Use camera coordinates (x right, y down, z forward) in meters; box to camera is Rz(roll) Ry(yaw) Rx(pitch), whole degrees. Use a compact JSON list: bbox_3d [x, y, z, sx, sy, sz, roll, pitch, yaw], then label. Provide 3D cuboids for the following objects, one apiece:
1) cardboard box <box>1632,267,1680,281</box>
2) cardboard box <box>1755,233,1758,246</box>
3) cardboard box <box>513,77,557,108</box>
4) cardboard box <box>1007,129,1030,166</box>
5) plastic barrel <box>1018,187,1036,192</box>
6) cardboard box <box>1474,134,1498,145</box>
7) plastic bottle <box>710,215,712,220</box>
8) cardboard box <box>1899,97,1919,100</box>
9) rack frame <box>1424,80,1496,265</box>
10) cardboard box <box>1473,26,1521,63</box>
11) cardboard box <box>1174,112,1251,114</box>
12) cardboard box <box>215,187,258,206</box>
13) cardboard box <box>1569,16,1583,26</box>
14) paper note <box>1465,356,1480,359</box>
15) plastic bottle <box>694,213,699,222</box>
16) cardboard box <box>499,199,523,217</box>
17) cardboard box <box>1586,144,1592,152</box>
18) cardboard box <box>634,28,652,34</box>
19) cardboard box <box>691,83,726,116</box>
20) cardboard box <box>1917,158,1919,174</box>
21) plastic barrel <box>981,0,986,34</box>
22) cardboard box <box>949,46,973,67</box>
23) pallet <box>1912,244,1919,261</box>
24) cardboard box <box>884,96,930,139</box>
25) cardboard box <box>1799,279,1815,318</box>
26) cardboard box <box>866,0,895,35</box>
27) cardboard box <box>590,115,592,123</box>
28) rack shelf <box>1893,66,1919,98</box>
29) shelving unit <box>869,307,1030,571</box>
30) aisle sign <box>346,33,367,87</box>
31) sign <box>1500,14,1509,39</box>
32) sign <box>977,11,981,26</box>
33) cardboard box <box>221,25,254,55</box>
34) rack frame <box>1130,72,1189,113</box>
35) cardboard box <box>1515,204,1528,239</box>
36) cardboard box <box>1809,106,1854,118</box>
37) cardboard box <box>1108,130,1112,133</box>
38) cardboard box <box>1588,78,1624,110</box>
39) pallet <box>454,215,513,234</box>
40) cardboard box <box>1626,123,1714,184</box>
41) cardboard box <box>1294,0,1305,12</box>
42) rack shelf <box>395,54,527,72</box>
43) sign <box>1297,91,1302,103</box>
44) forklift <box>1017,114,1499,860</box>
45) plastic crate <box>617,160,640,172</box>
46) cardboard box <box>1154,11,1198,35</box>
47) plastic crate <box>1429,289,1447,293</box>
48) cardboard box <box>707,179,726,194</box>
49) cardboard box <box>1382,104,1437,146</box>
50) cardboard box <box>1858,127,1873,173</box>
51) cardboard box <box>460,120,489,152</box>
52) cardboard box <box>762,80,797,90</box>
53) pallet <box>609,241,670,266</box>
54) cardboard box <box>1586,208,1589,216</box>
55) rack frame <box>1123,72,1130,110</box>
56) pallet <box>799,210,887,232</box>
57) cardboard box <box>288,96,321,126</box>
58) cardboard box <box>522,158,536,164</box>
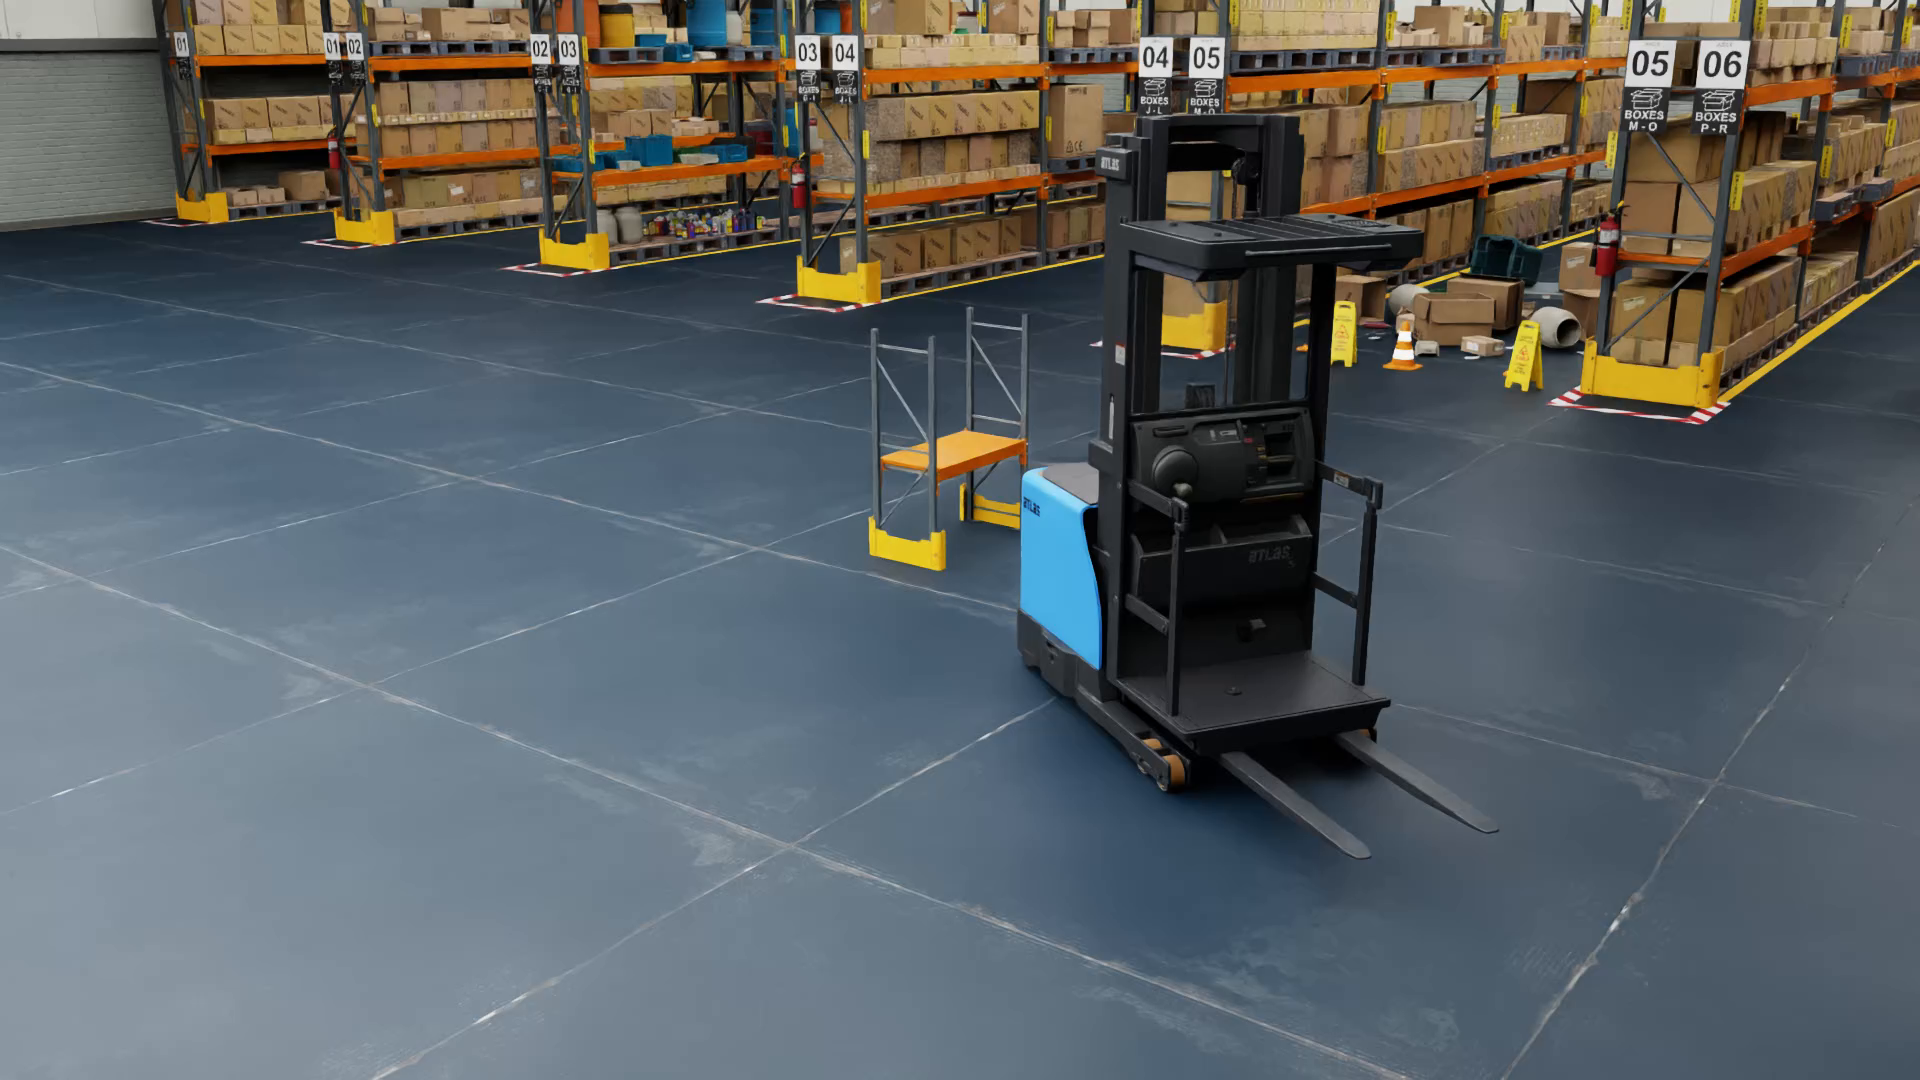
[{"bbox_3d":[6.807,-2.638,16.250,0.380,0.149,0.250,13,22,36],"label":"cardboard box"},{"bbox_3d":[7.421,-2.902,15.954,0.380,0.149,0.250,13,22,36],"label":"cardboard box"},{"bbox_3d":[-7.414,-7.762,28.825,0.700,0.500,0.500,13,21,35],"label":"cardboard box"},{"bbox_3d":[0.481,-5.544,23.367,0.875,0.500,0.500,12,21,35],"label":"cardboard box"},{"bbox_3d":[1.250,-7.303,32.532,0.600,0.901,0.708,12,21,35],"label":"plastic barrel"},{"bbox_3d":[7.555,-5.805,24.092,0.380,0.149,0.250,14,22,37],"label":"cardboard box"},{"bbox_3d":[-3.824,-4.892,25.777,0.061,0.283,0.133,12,21,35],"label":"plastic bottle"},{"bbox_3d":[14.003,-6.200,24.297,0.500,0.500,0.500,13,21,35],"label":"cardboard box"},{"bbox_3d":[7.106,-5.502,23.904,1.000,3.000,0.127,12,21,35],"label":"rack frame"},{"bbox_3d":[7.660,-7.072,23.731,0.500,0.500,0.500,12,21,35],"label":"cardboard box"},{"bbox_3d":[2.845,-4.413,18.323,0.875,0.550,0.550,12,21,35],"label":"cardboard box"},{"bbox_3d":[-13.034,-6.198,29.937,0.500,0.311,0.500,10,20,29],"label":"cardboard box"},{"bbox_3d":[9.857,-8.272,26.502,0.380,0.149,0.250,12,21,34],"label":"cardboard box"},{"bbox_3d":[5.339,-1.905,17.327,0.148,0.019,0.142,5,18,16],"label":"paper note"},{"bbox_3d":[-4.163,-5.027,26.232,0.097,0.271,0.097,0,17,0],"label":"plastic bottle"},{"bbox_3d":[-7.847,-5.701,28.472,0.500,0.250,0.500,12,21,35],"label":"cardboard box"},{"bbox_3d":[10.298,-6.556,27.720,0.380,0.149,0.250,11,21,32],"label":"cardboard box"},{"bbox_3d":[-5.966,-9.208,30.323,0.500,0.250,0.500,10,20,30],"label":"cardboard box"},{"bbox_3d":[-6.032,-10.251,38.690,0.980,0.700,0.700,13,21,36],"label":"cardboard box"},{"bbox_3d":[13.460,-5.381,23.768,0.500,0.250,0.500,12,21,33],"label":"cardboard box"},{"bbox_3d":[0.694,-9.670,30.713,0.600,0.901,0.708,12,21,35],"label":"plastic barrel"},{"bbox_3d":[-0.183,-6.293,21.647,0.500,0.250,0.500,13,22,36],"label":"cardboard box"},{"bbox_3d":[14.040,-4.440,25.185,1.003,0.211,1.213,12,21,35],"label":"pallet"},{"bbox_3d":[-0.734,-5.365,21.107,0.500,0.500,0.500,12,21,35],"label":"cardboard box"},{"bbox_3d":[9.068,-2.770,18.828,0.950,0.372,0.625,13,21,35],"label":"cardboard box"},{"bbox_3d":[-0.864,-6.772,21.423,0.500,0.500,0.500,12,21,35],"label":"cardboard box"},{"bbox_3d":[-7.986,-9.063,35.759,0.380,0.149,0.250,13,22,36],"label":"cardboard box"},{"bbox_3d":[12.333,-6.217,22.361,1.077,0.370,4.000,12,21,35],"label":"rack shelf"},{"bbox_3d":[-0.045,-0.698,10.963,0.587,1.500,1.083,12,21,35],"label":"shelving unit"},{"bbox_3d":[-9.331,-7.421,25.698,0.394,0.787,0.004,12,21,35],"label":"aisle sign"},{"bbox_3d":[7.546,-7.120,23.049,0.100,0.325,0.005,12,21,35],"label":"sign"},{"bbox_3d":[0.429,-11.812,37.673,0.100,0.325,0.005,12,21,35],"label":"sign"},{"bbox_3d":[-12.770,-8.770,29.167,0.500,0.500,0.500,14,22,38],"label":"cardboard box"},{"bbox_3d":[3.182,-6.403,26.804,1.000,3.000,0.127,12,21,35],"label":"rack frame"},{"bbox_3d":[8.331,-4.876,25.394,0.500,0.500,0.500,12,21,33],"label":"cardboard box"},{"bbox_3d":[11.239,-5.346,21.547,0.500,0.500,0.500,12,21,33],"label":"cardboard box"},{"bbox_3d":[1.999,-6.173,25.610,0.500,0.250,0.500,12,21,33],"label":"cardboard box"},{"bbox_3d":[10.882,-7.549,28.140,0.500,0.500,0.500,12,21,33],"label":"cardboard box"},{"bbox_3d":[-8.388,-5.396,28.264,1.003,0.211,1.213,12,21,35],"label":"pallet"},{"bbox_3d":[6.504,-3.574,15.338,0.700,0.500,0.500,12,21,33],"label":"cardboard box"},{"bbox_3d":[3.552,-5.864,18.215,0.380,0.149,0.250,12,21,34],"label":"cardboard box"},{"bbox_3d":[-9.943,-9.641,33.388,1.077,0.370,4.000,12,21,35],"label":"rack shelf"},{"bbox_3d":[6.007,-7.777,29.411,0.100,0.325,0.005,12,21,35],"label":"sign"},{"bbox_3d":[1.319,-0.397,7.579,1.130,2.935,3.031,-7,18,-20],"label":"forklift"},{"bbox_3d":[-4.770,-5.403,24.029,0.298,0.136,0.250,12,21,35],"label":"plastic crate"},{"bbox_3d":[2.406,-5.514,17.759,0.500,0.250,0.500,13,21,35],"label":"cardboard box"},{"bbox_3d":[5.671,-2.961,20.366,0.662,0.188,0.450,-7,9,-22],"label":"plastic crate"},{"bbox_3d":[-4.889,-6.873,32.247,0.500,0.250,0.500,13,21,36],"label":"cardboard box"},{"bbox_3d":[5.922,-5.557,22.227,0.700,0.500,0.500,12,21,34],"label":"cardboard box"},{"bbox_3d":[10.495,-4.639,19.747,0.500,0.500,0.500,11,20,31],"label":"cardboard box"},{"bbox_3d":[-8.329,-6.775,27.833,0.700,0.500,0.500,13,22,36],"label":"cardboard box"},{"bbox_3d":[-4.281,-10.954,40.955,0.980,0.700,0.700,14,22,37],"label":"cardboard box"},{"bbox_3d":[-5.066,-4.260,24.605,1.003,0.211,1.213,12,21,35],"label":"pallet"},{"bbox_3d":[10.472,-5.595,28.303,0.380,0.149,0.250,11,21,32],"label":"cardboard box"},{"bbox_3d":[3.971,-9.183,35.758,1.000,3.000,0.127,12,21,35],"label":"rack frame"},{"bbox_3d":[-2.015,-5.479,28.532,1.003,0.211,1.213,12,21,35],"label":"pallet"},{"bbox_3d":[-12.079,-7.843,30.396,0.500,0.500,0.500,13,22,36],"label":"cardboard box"},{"bbox_3d":[-9.139,-7.864,34.984,0.700,0.500,0.500,13,21,35],"label":"cardboard box"}]
